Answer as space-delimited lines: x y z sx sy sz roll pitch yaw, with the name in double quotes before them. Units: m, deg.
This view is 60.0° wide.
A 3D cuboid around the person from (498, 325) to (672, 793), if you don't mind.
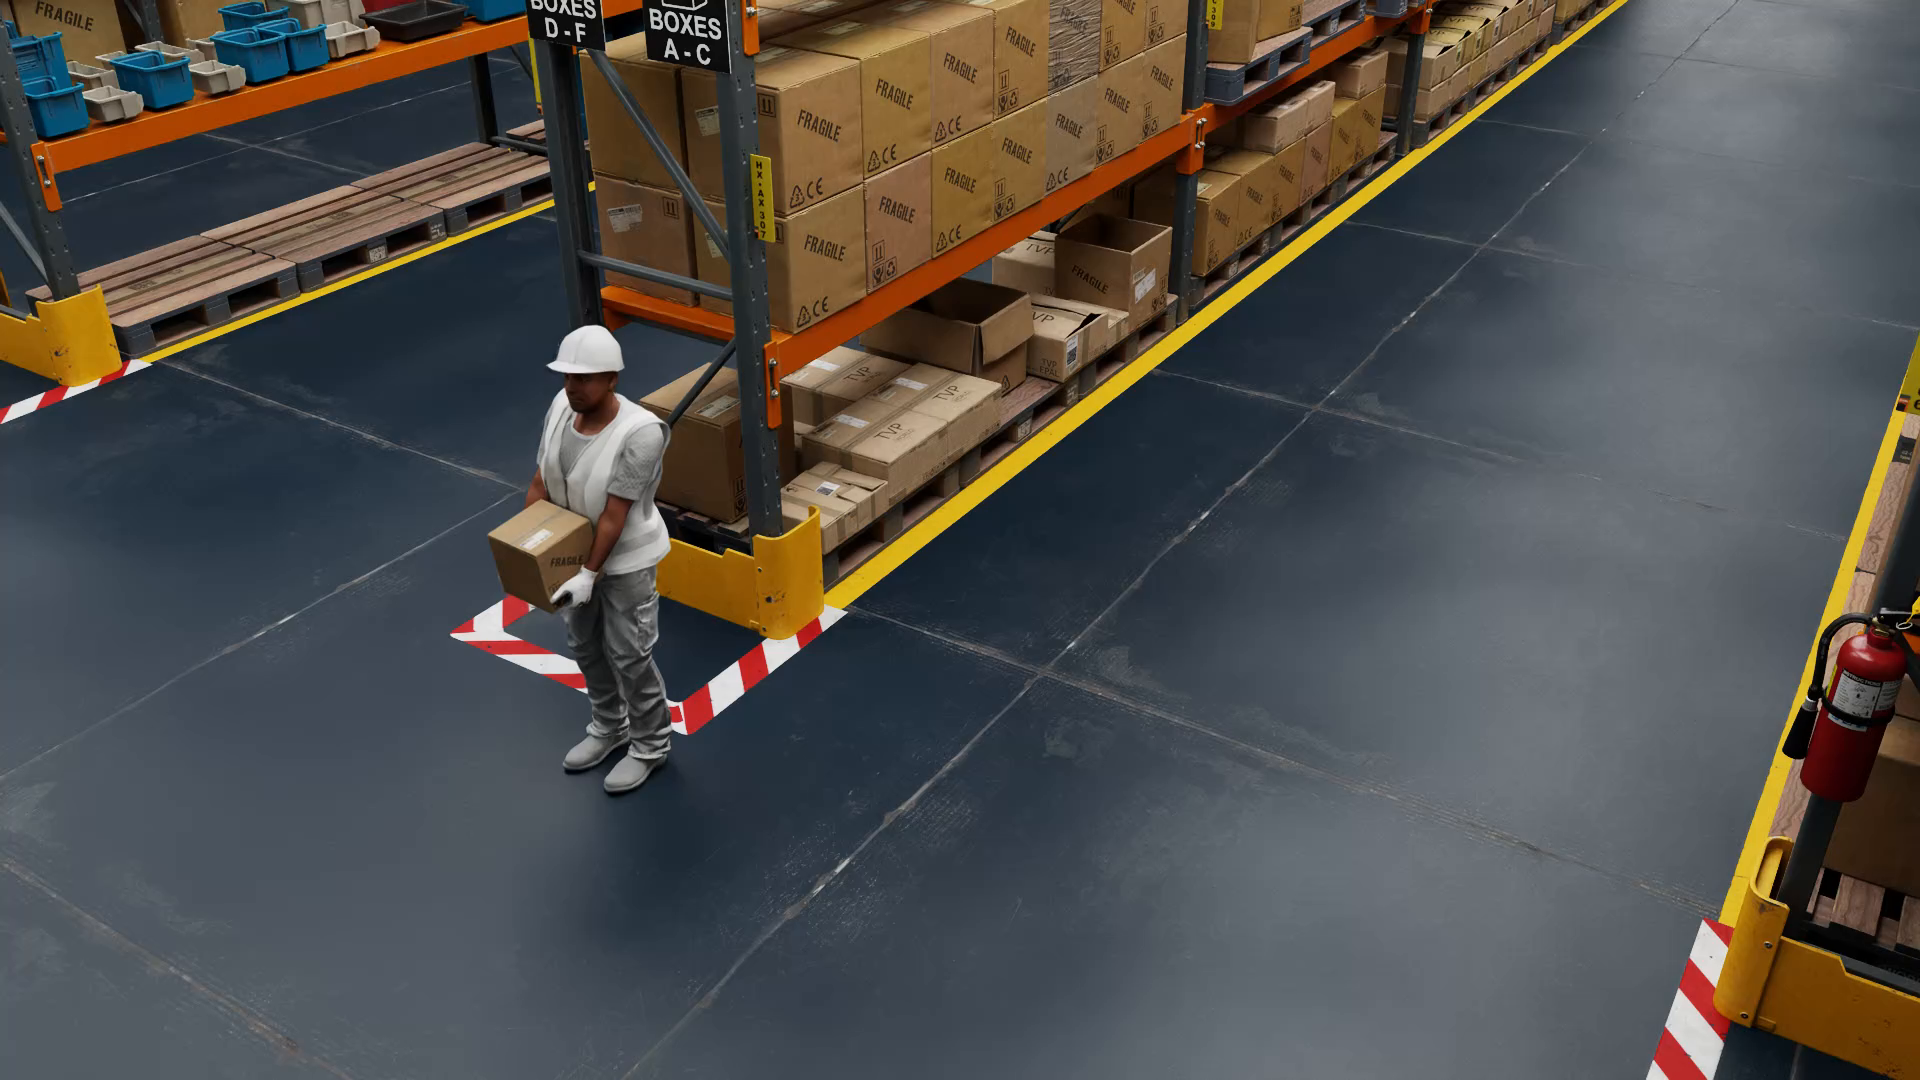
"person" -1.315 0.103 5.933 0.490 1.782 0.576 21 36 31
